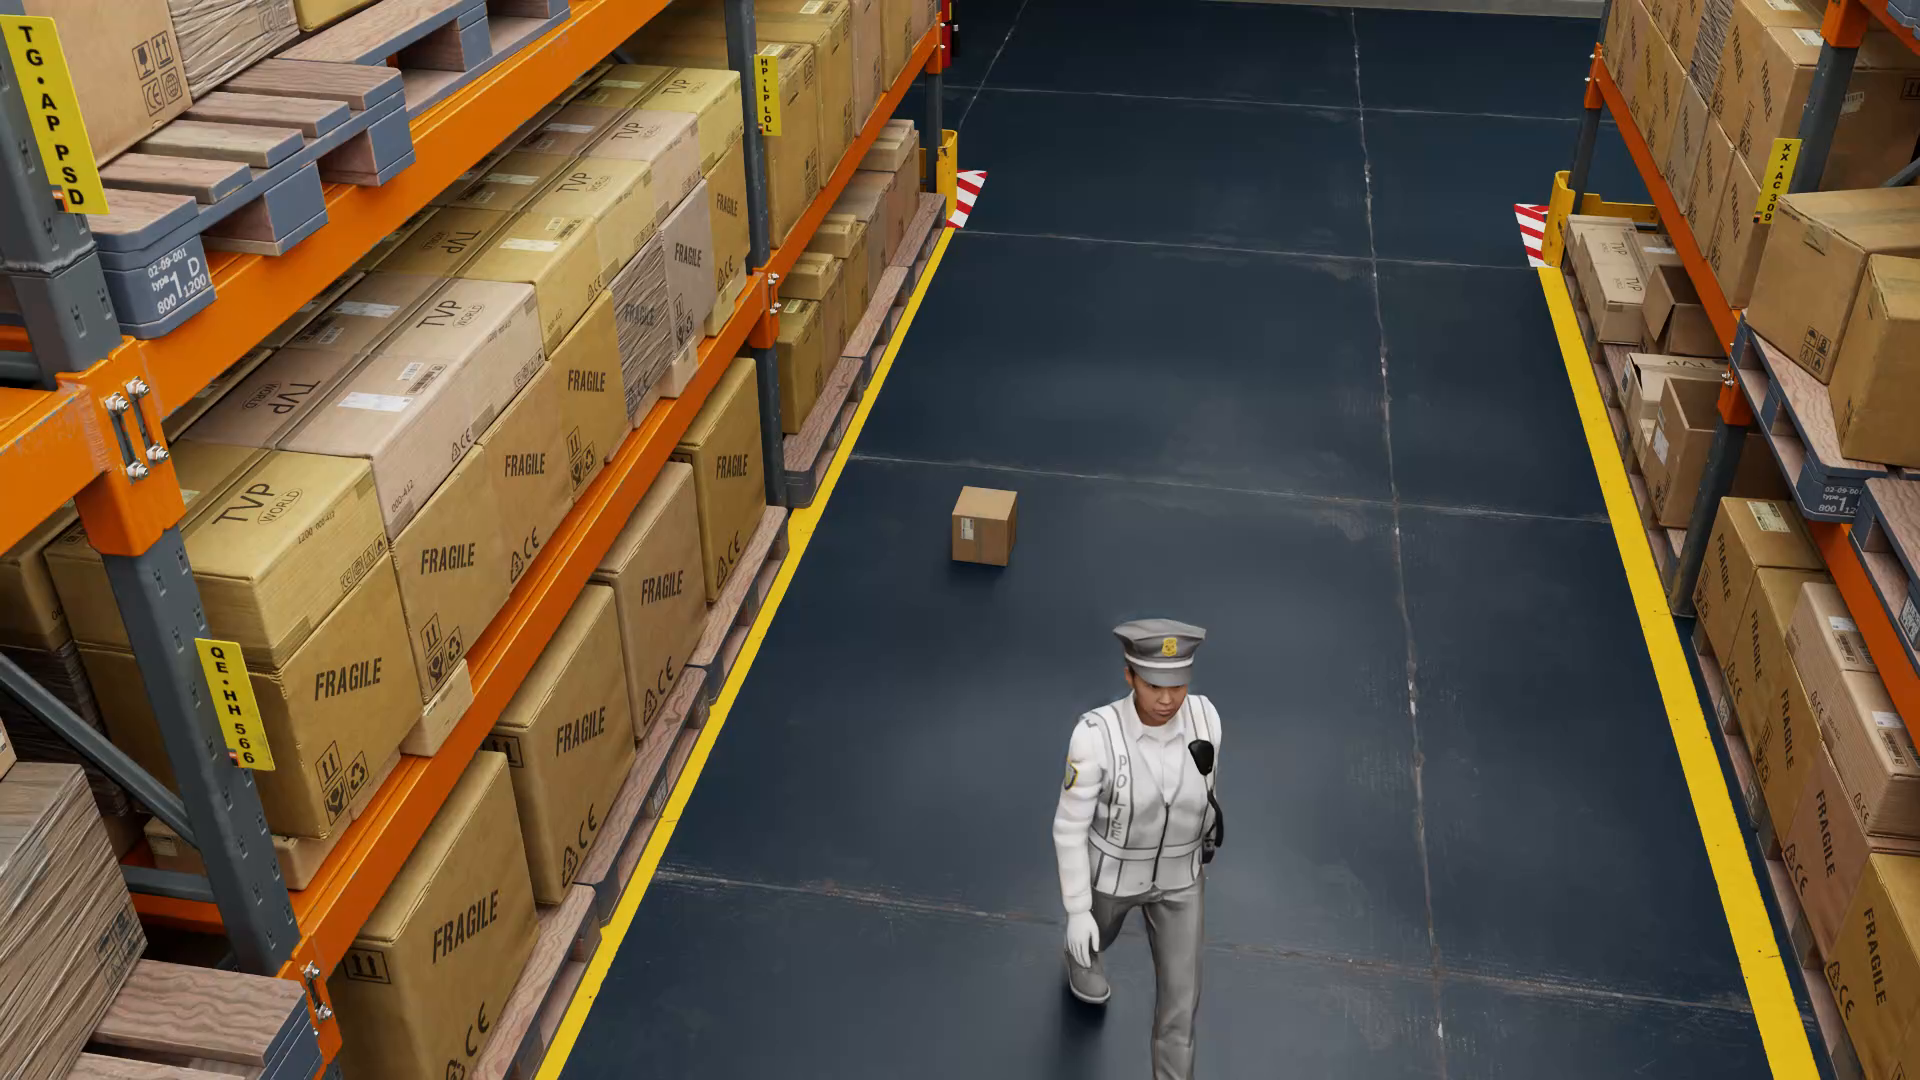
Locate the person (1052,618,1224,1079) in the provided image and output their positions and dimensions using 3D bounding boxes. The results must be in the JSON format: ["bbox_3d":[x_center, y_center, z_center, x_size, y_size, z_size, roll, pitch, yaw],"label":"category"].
[{"bbox_3d":[0.504,0.929,4.649,0.511,1.636,0.996,-6,33,-9],"label":"person"}]
